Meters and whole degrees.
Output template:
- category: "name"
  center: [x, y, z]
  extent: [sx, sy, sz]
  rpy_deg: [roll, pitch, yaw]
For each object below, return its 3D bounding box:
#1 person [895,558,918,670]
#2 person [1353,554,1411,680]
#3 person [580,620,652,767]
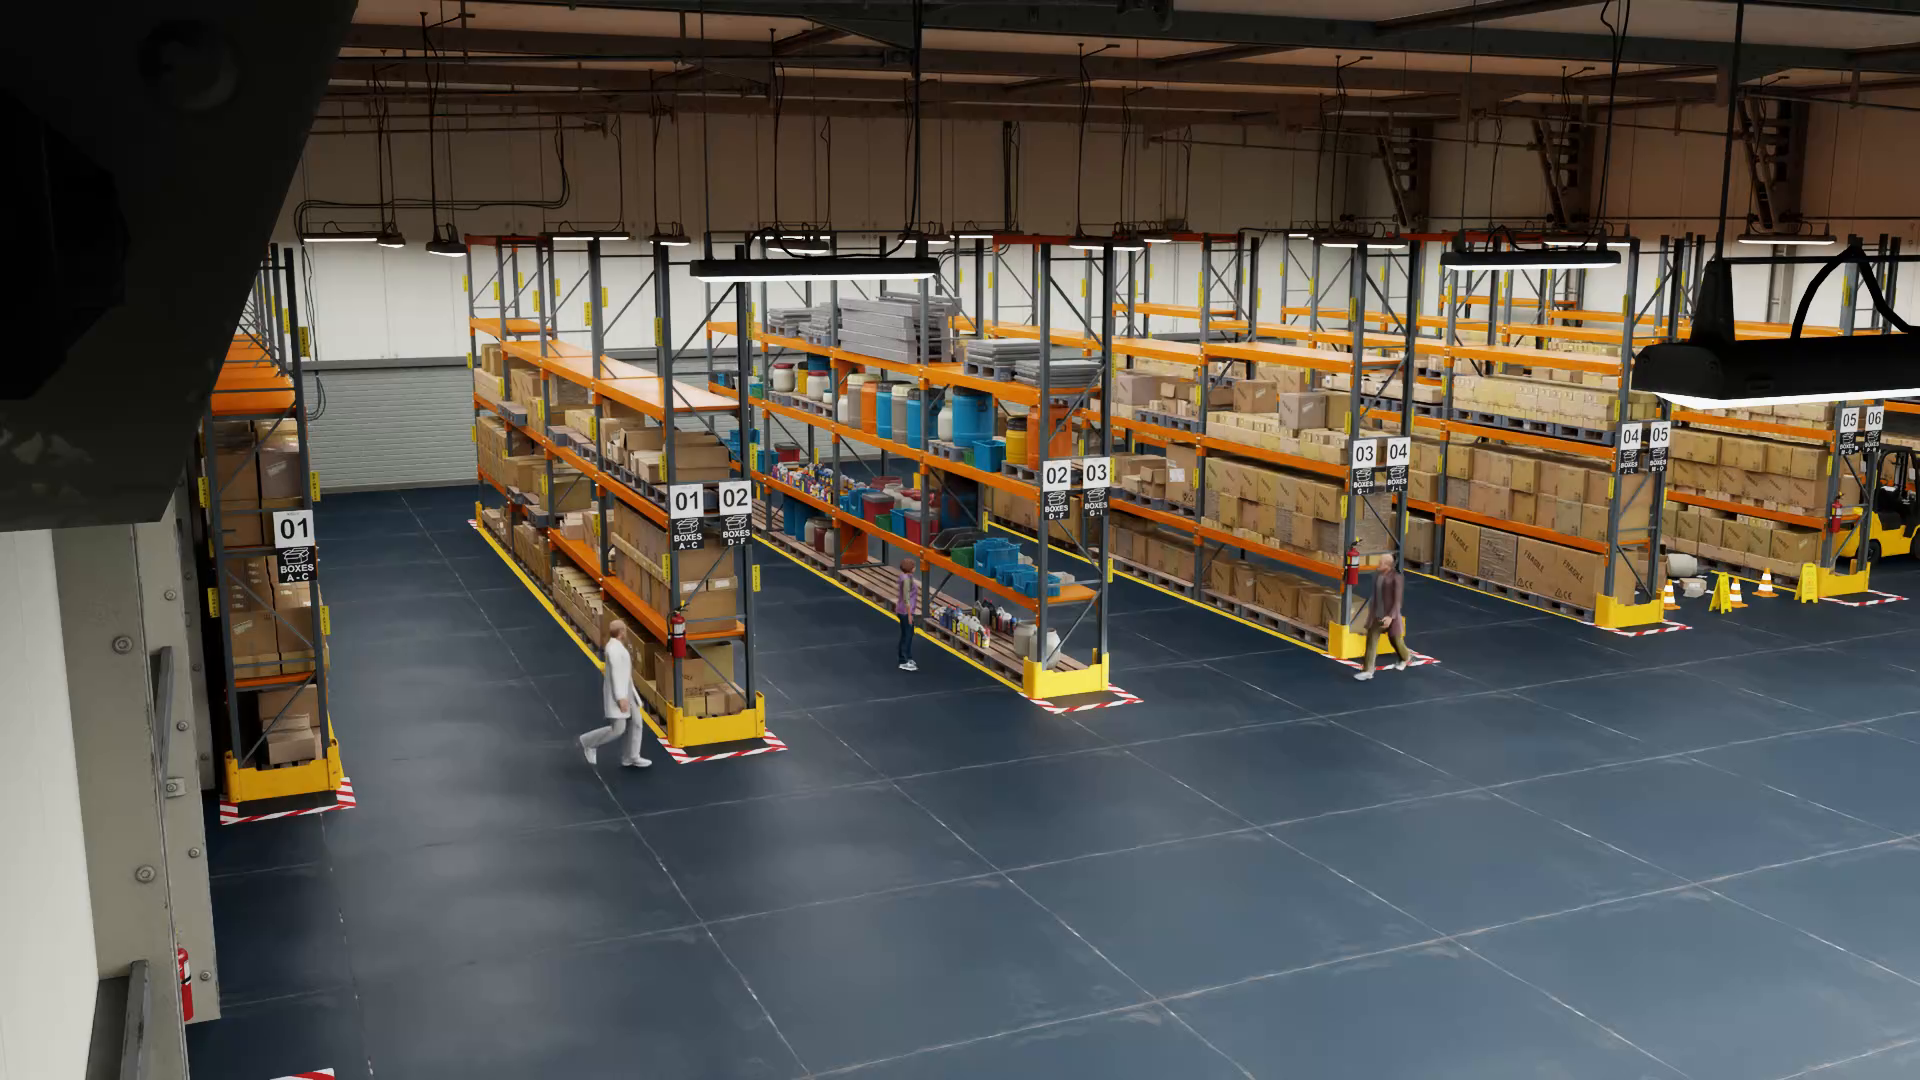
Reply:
- category: "person"
  center: [-0.748, 1.123, 23.607]
  extent: [0.345, 1.544, 0.494]
  rpy_deg: [-1, 11, -3]
- category: "person"
  center: [5.931, 1.047, 23.122]
  extent: [0.517, 1.748, 1.103]
  rpy_deg: [9, 14, 38]
- category: "person"
  center: [-4.016, 1.785, 19.268]
  extent: [0.807, 1.749, 0.539]
  rpy_deg: [3, 11, 16]
